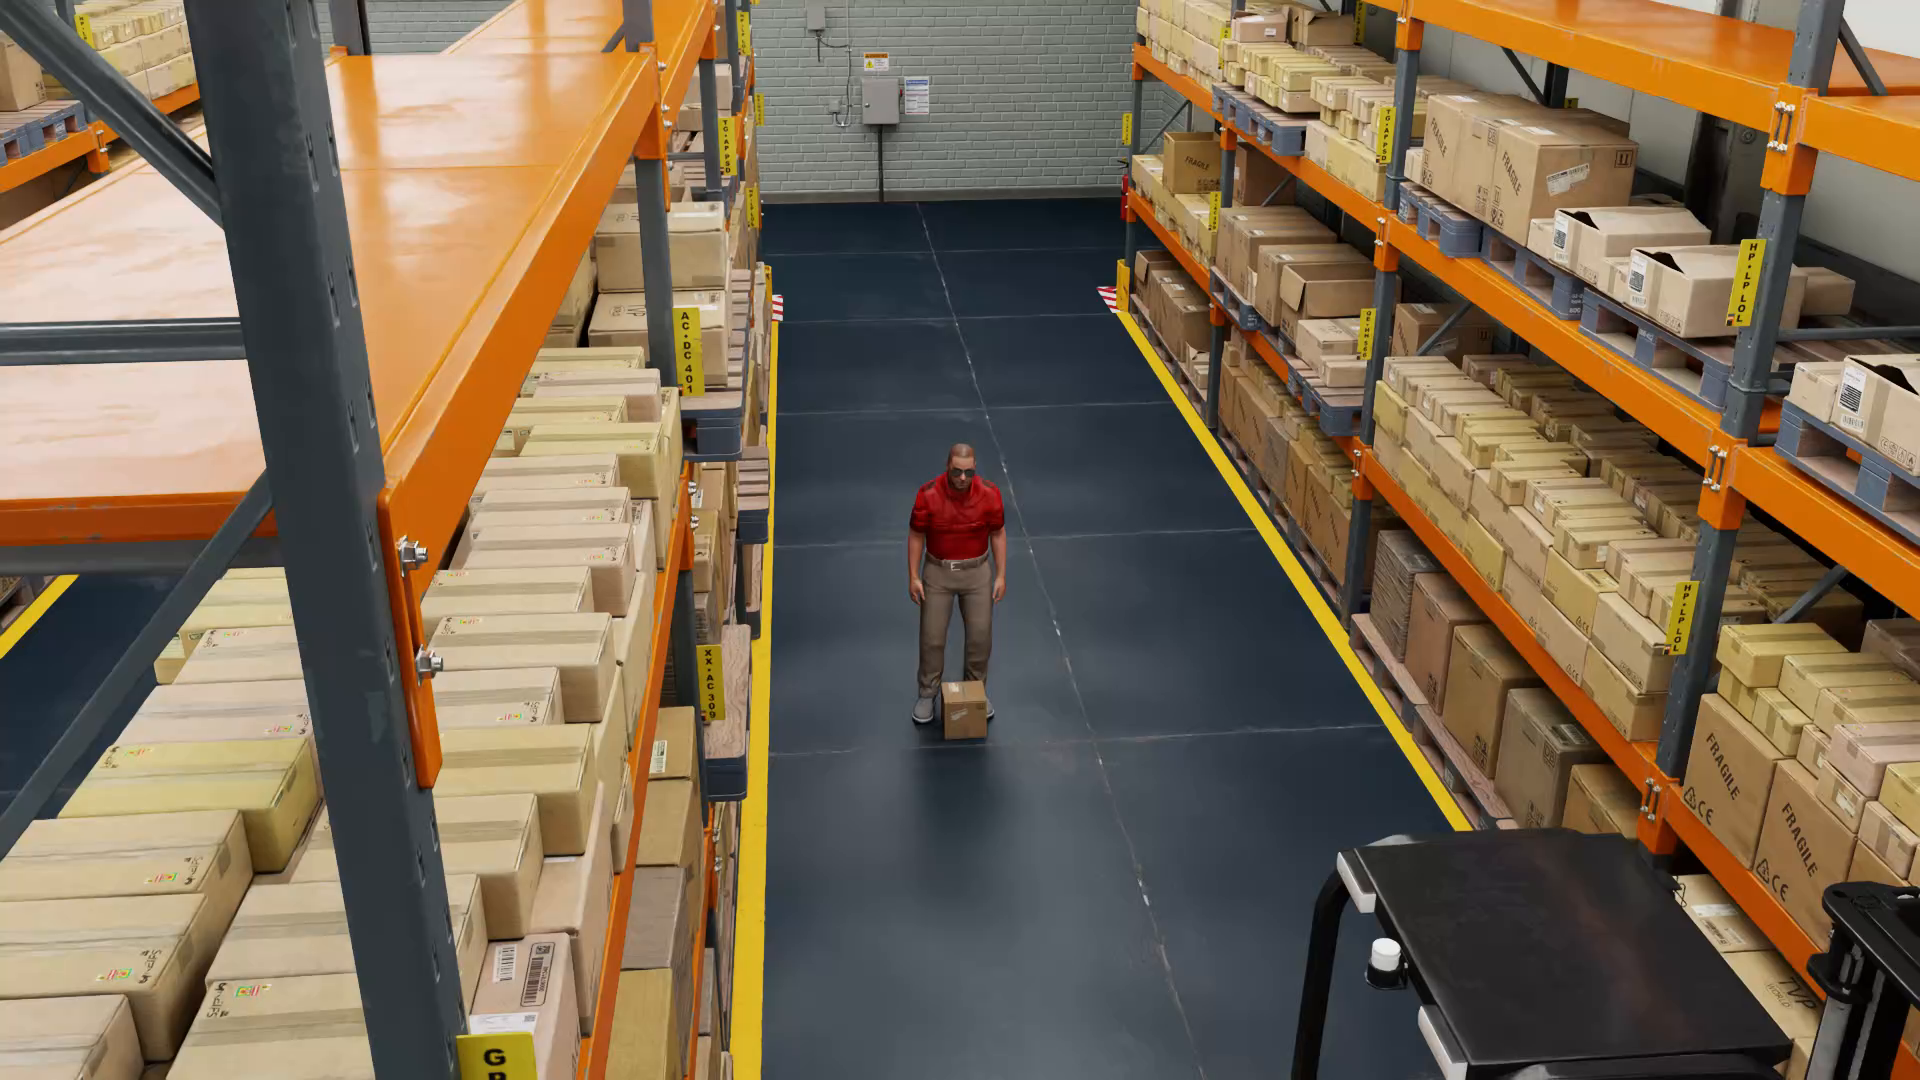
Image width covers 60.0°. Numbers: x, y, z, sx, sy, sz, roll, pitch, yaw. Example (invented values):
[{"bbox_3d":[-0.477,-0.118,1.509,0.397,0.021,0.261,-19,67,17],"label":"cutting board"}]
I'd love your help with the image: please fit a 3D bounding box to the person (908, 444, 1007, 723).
[{"bbox_3d":[-0.014,0.232,9.810,0.586,1.727,0.393,-2,24,-5],"label":"person"}]
